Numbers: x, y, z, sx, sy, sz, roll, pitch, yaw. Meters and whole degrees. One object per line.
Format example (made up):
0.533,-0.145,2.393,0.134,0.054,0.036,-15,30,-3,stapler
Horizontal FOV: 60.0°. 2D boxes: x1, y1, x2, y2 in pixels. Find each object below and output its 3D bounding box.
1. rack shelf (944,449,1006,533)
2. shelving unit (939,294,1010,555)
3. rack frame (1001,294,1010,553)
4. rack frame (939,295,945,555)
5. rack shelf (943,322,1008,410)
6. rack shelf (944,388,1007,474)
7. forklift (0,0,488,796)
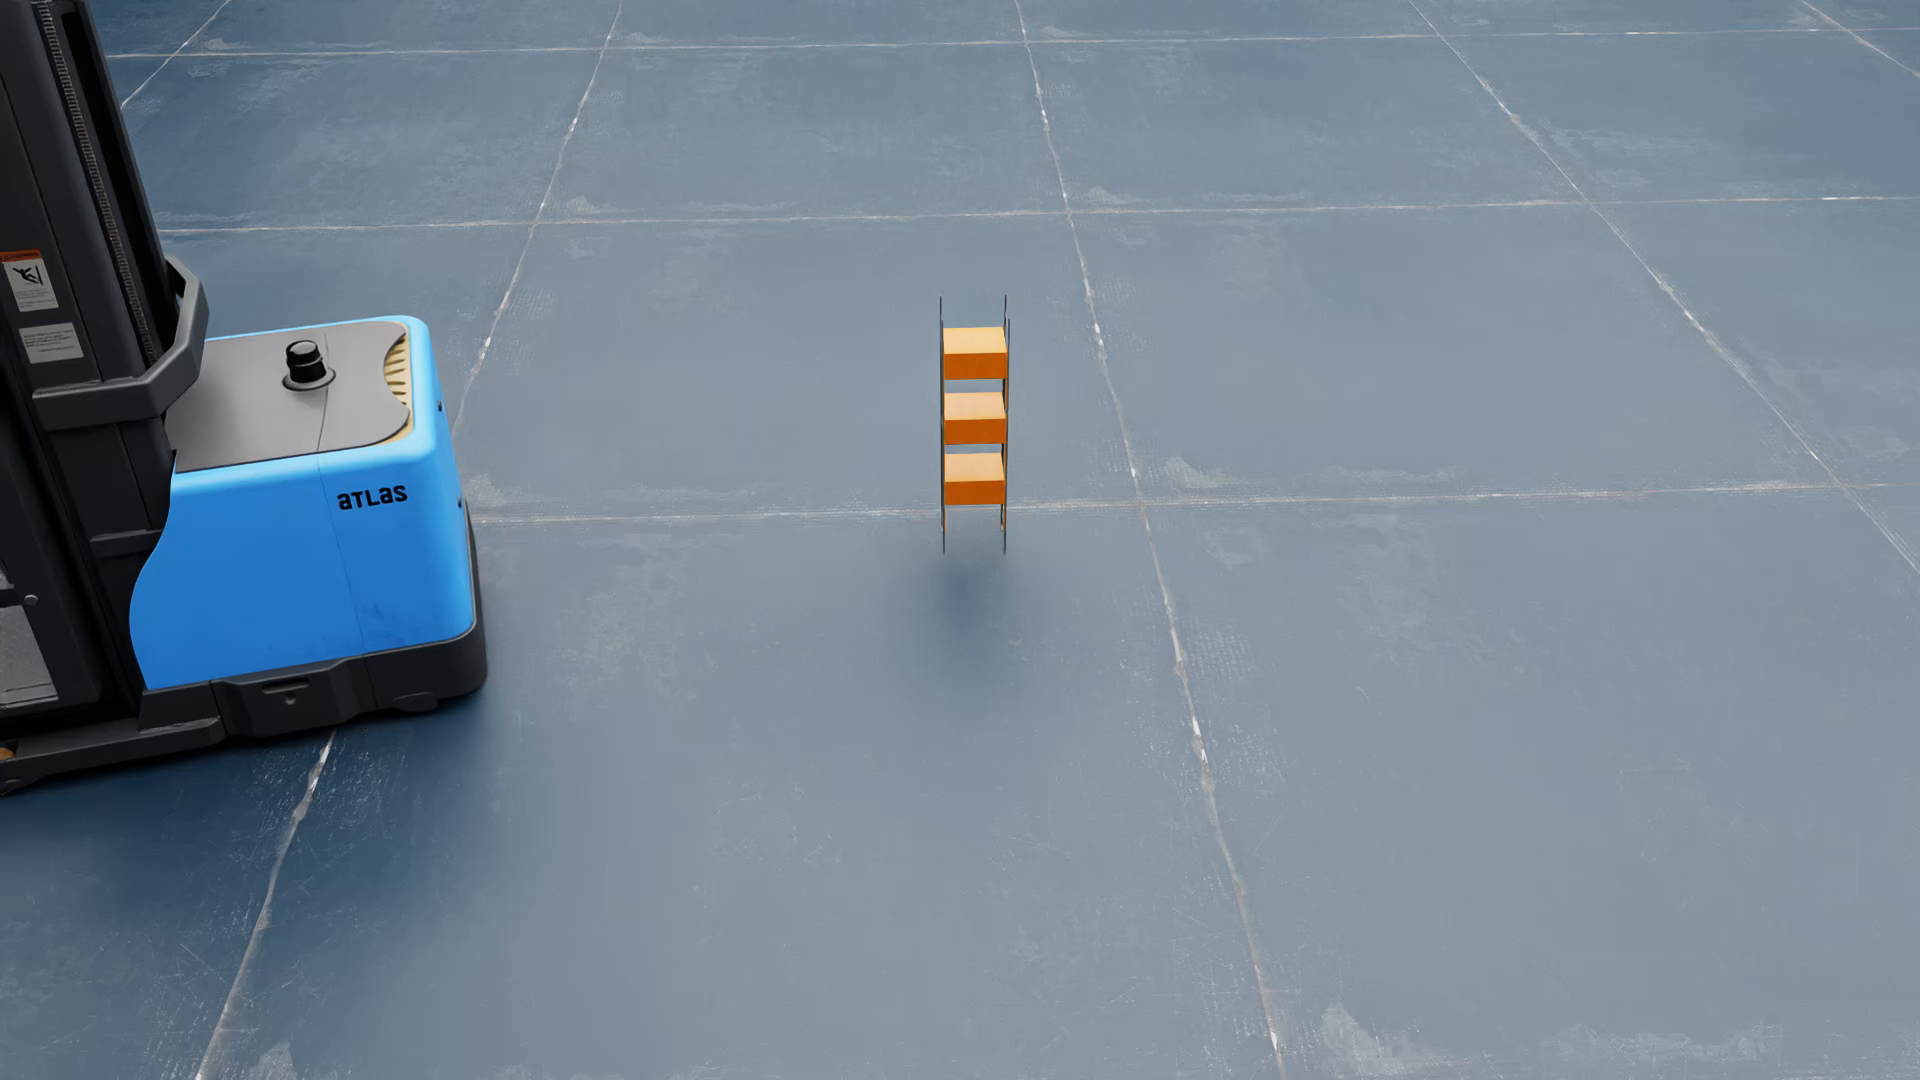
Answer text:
0.053,-0.196,6.618,0.240,0.259,0.215,-2,35,-2,rack shelf
0.053,-0.433,6.453,0.252,1.050,0.215,-2,35,-2,shelving unit
0.175,-0.436,6.458,0.008,1.050,0.200,-2,35,-2,rack frame
-0.068,-0.430,6.449,0.008,1.050,0.200,-2,35,-2,rack frame
0.053,-0.658,6.298,0.240,0.259,0.215,-2,35,-2,rack shelf
0.053,-0.424,6.459,0.240,0.259,0.215,-2,35,-2,rack shelf
-3.259,-0.659,5.126,3.031,2.935,1.130,-10,36,-13,forklift
